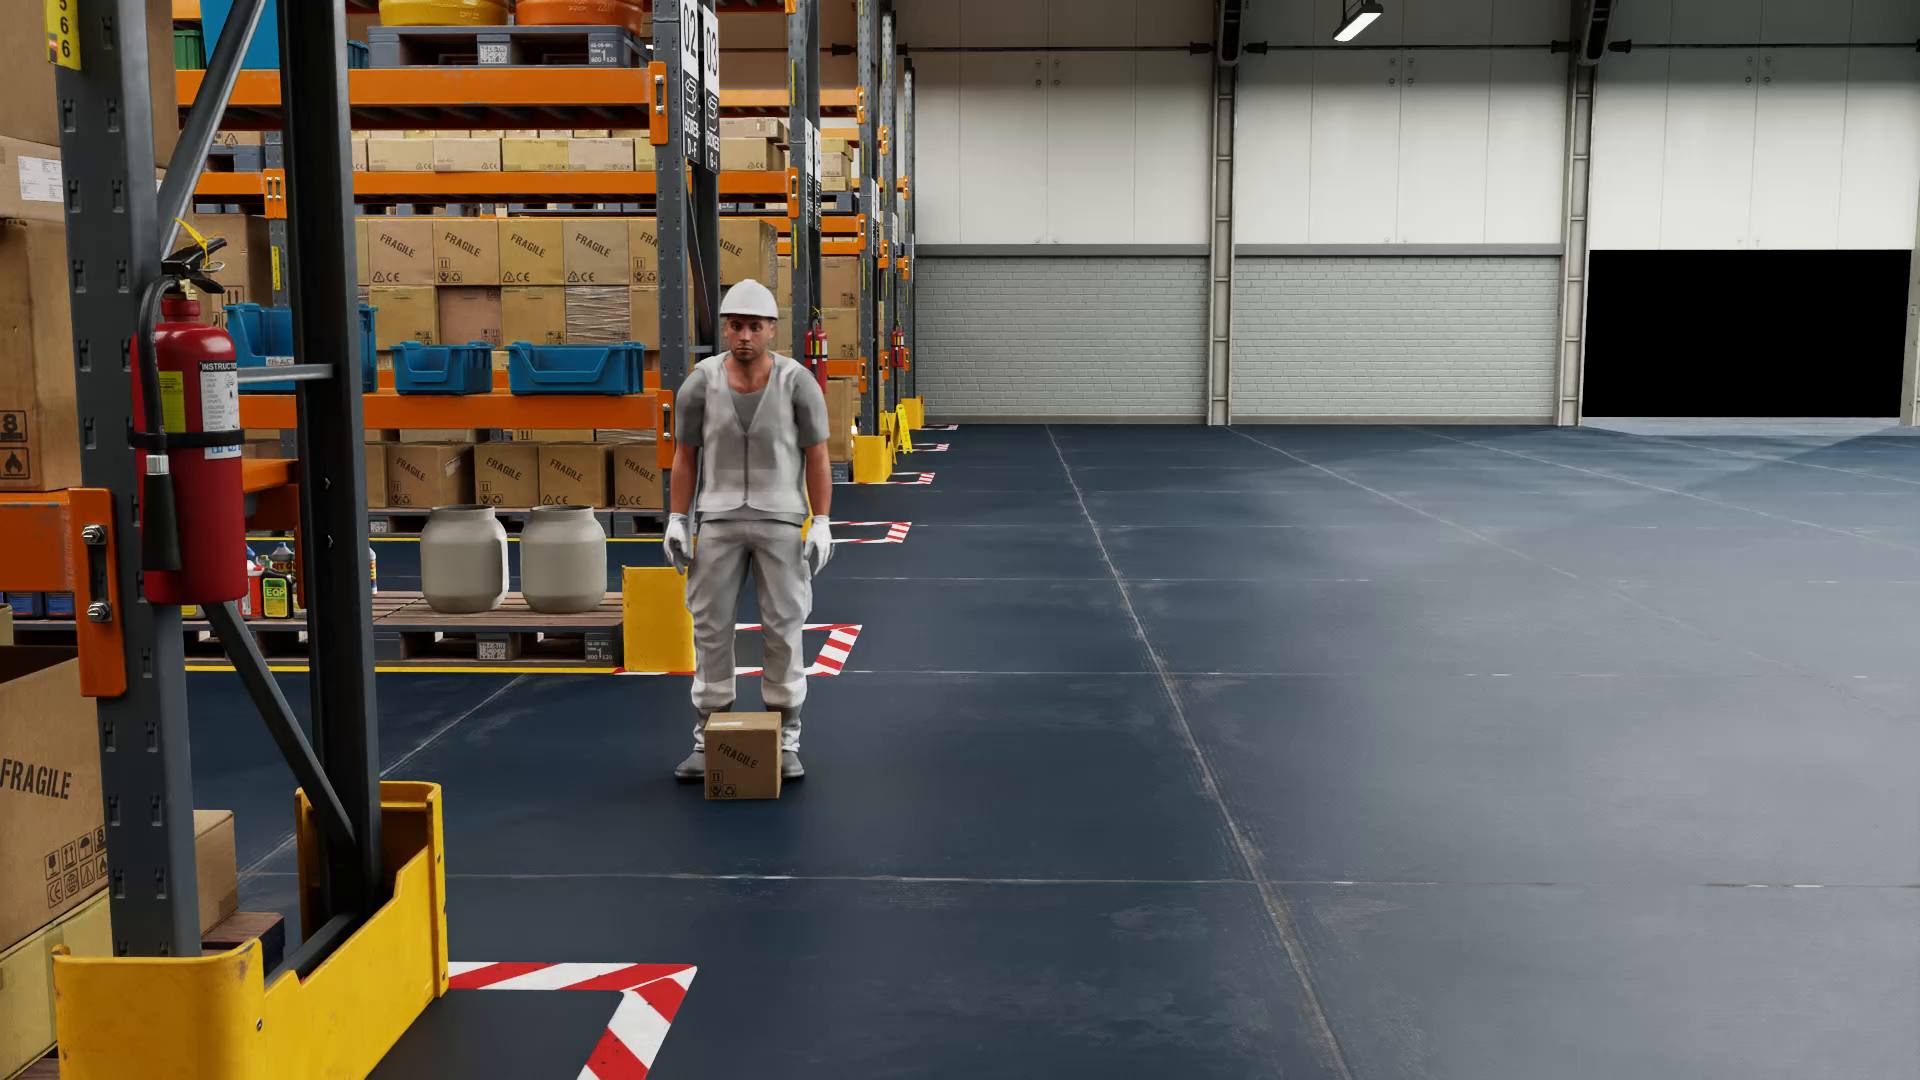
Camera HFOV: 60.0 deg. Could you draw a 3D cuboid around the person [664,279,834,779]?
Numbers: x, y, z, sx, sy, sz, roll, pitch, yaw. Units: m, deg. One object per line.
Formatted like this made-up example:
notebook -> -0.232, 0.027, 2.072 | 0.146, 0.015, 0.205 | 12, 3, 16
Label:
person -> -0.754, -0.032, 5.957 | 0.609, 1.780, 0.448 | 0, 7, 2
